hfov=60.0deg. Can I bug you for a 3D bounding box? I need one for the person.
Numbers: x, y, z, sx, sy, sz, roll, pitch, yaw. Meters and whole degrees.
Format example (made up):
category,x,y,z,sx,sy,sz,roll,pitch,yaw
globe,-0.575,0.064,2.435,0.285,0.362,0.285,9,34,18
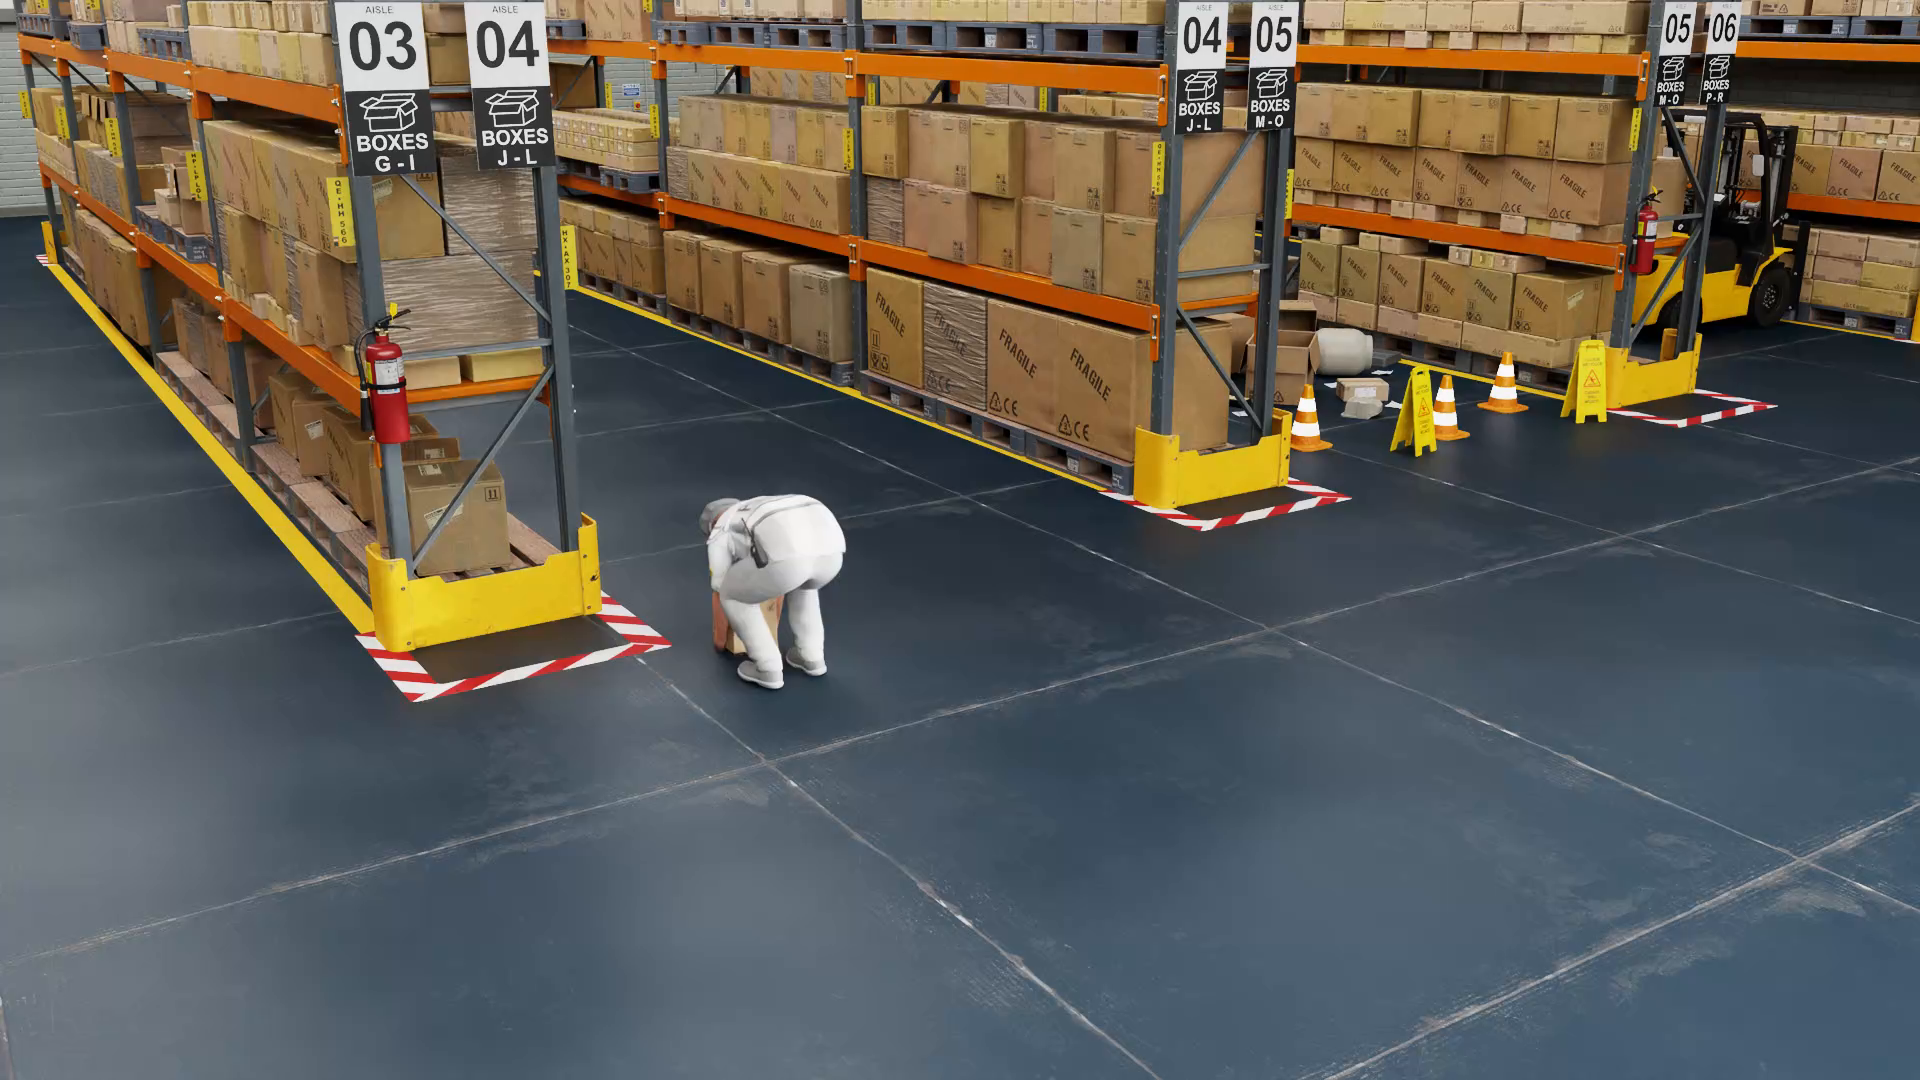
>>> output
category,x,y,z,sx,sy,sz,roll,pitch,yaw
person,-0.971,0.194,8.292,0.536,0.929,1.025,-13,22,-34
